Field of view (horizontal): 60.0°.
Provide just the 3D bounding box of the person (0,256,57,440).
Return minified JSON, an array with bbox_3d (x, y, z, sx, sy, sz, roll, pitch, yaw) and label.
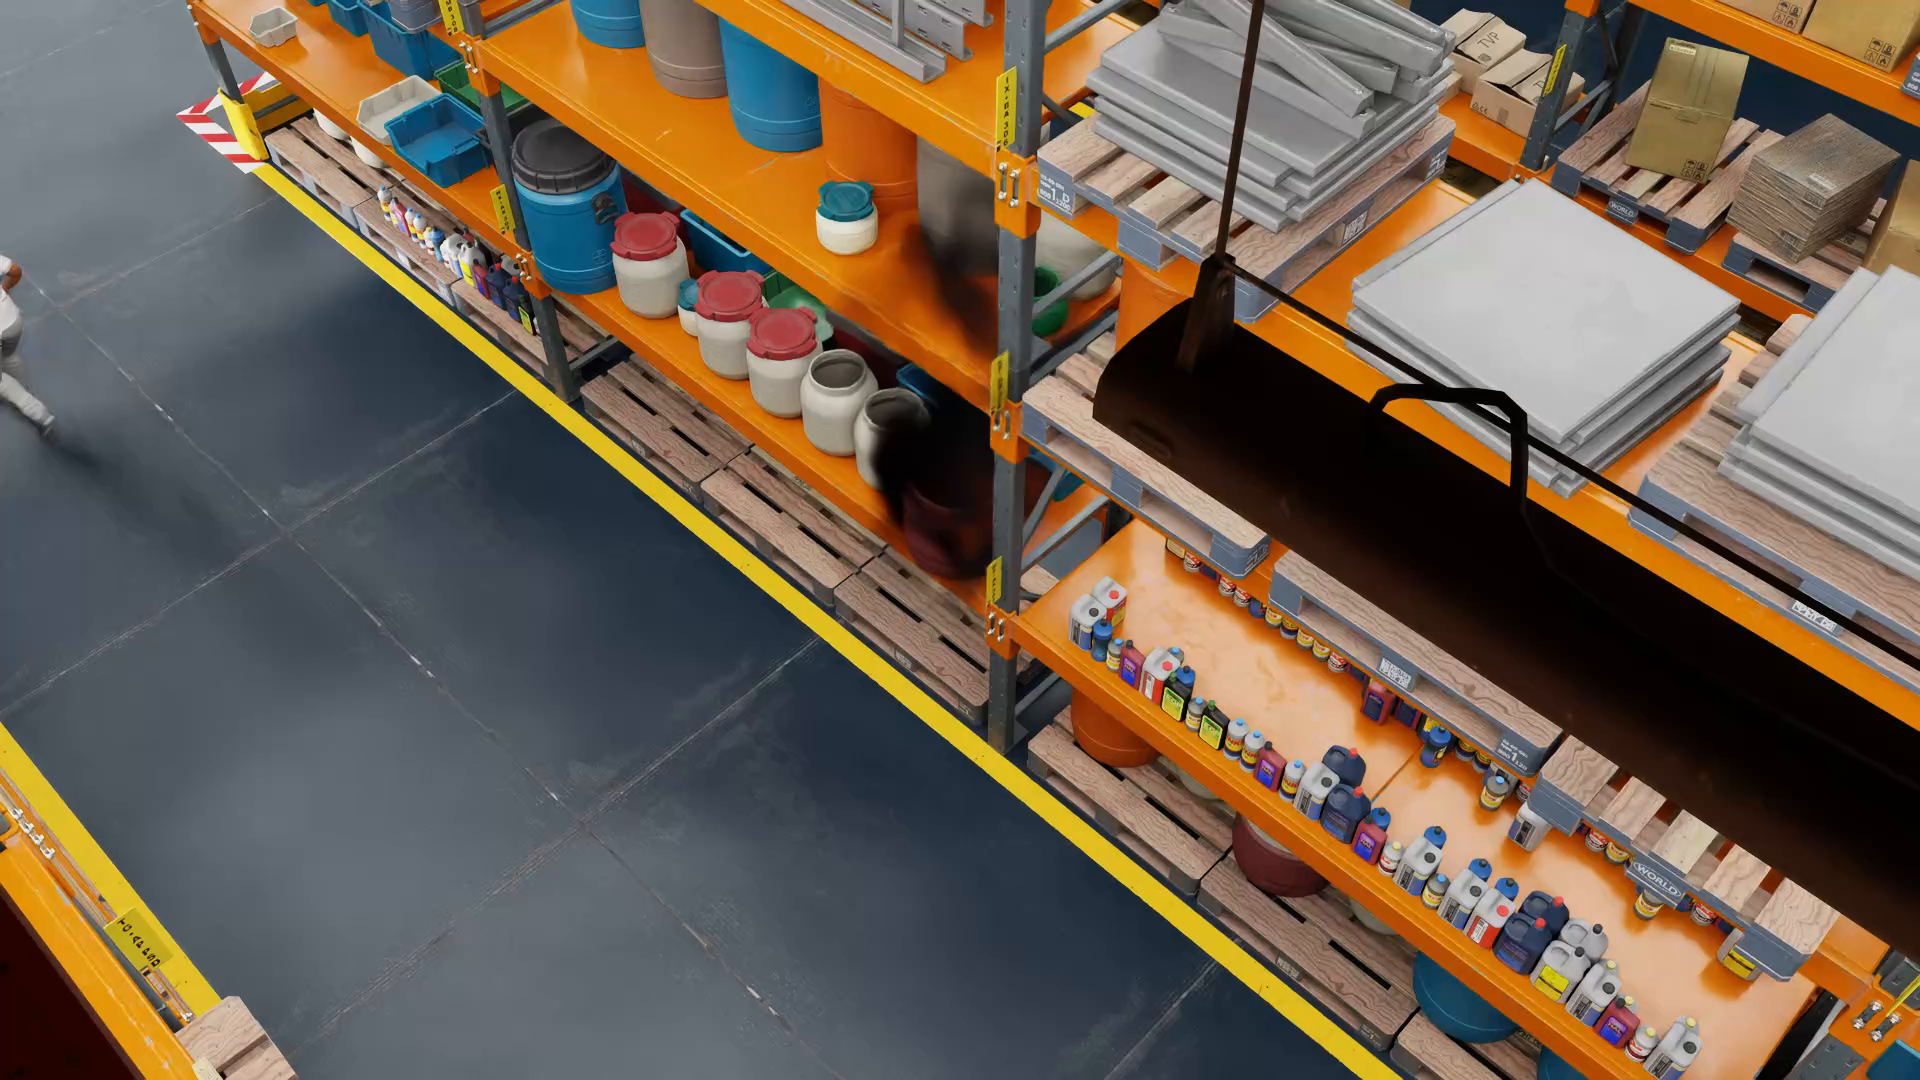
[{"bbox_3d":[-6.090,-1.327,10.433,0.744,1.652,0.630,25,54,20],"label":"person"}]
